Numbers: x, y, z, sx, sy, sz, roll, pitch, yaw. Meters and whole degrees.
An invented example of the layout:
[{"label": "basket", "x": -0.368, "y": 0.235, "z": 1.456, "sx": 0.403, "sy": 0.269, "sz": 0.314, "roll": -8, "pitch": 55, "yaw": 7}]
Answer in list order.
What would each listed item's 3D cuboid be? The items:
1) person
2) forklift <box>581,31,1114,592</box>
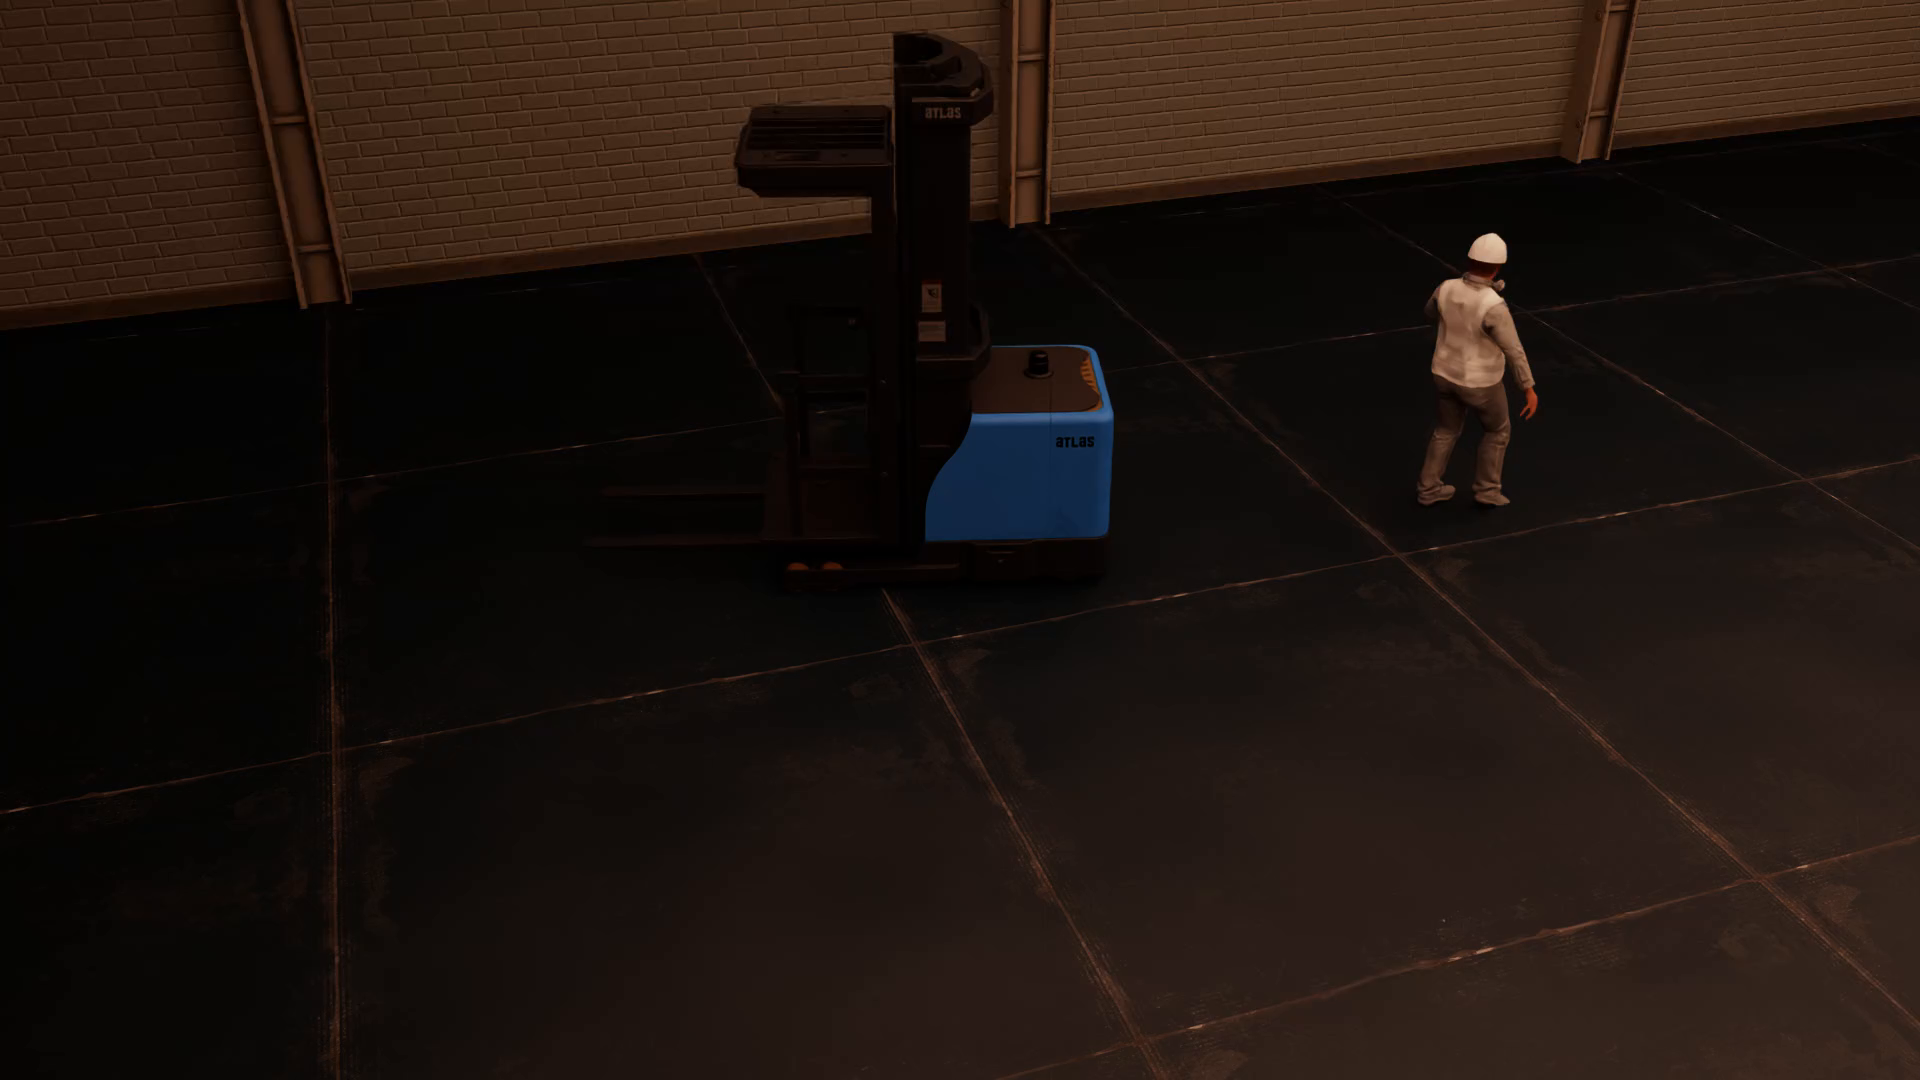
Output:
[{"label": "person", "x": 3.143, "y": -0.993, "z": 10.054, "sx": 0.580, "sy": 1.799, "sz": 0.955, "roll": -18, "pitch": 34, "yaw": -28}, {"label": "forklift", "x": -0.670, "y": -1.241, "z": 9.244, "sx": 3.031, "sy": 2.935, "sz": 1.130, "roll": -1, "pitch": 30, "yaw": -2}]
